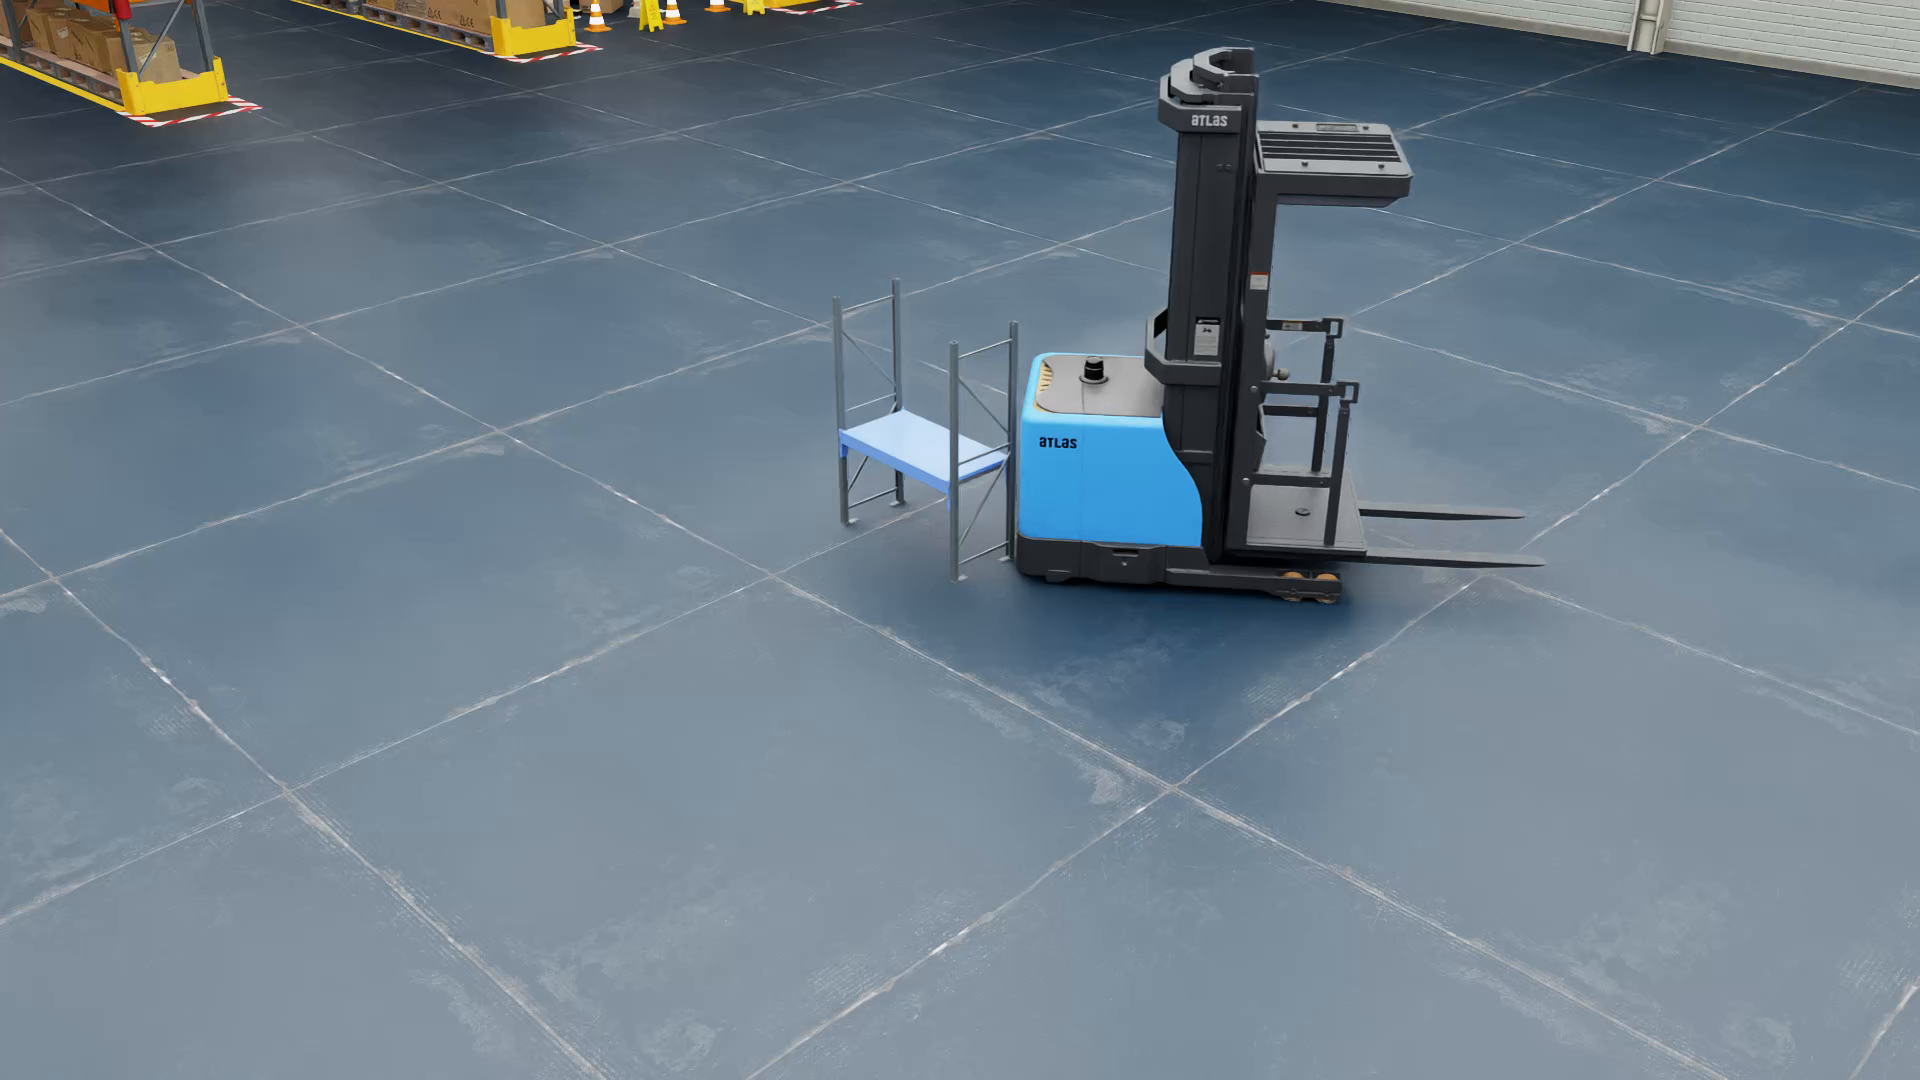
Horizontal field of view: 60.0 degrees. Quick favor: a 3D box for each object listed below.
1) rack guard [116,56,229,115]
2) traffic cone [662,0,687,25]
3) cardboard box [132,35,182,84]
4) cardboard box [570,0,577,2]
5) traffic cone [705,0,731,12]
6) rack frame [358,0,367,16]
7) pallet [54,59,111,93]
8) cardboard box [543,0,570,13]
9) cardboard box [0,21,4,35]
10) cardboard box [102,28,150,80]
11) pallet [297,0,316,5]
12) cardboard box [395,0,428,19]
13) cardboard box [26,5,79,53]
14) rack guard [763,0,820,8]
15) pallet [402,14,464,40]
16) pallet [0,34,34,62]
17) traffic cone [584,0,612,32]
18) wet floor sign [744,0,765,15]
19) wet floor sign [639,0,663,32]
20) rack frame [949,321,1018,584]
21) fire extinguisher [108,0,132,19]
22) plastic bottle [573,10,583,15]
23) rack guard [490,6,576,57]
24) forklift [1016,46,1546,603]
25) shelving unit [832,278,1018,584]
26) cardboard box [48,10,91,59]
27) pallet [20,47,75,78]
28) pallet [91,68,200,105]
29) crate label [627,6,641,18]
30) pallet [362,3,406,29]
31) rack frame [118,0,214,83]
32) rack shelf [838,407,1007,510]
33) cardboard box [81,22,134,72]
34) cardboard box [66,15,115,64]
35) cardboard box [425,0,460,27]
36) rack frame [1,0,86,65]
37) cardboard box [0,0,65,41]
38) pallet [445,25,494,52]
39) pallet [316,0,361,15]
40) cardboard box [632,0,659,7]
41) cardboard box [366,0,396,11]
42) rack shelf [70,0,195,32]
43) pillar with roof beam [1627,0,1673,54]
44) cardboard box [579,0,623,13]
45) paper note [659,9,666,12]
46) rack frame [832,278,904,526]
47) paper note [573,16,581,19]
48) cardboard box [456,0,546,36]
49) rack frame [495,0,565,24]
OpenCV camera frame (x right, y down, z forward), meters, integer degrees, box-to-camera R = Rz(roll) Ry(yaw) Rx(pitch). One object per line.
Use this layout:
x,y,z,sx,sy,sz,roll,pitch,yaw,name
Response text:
-9.583,-5.546,20.259,0.348,0.500,1.175,25,36,38,rack guard
-4.328,-8.026,25.017,0.334,0.463,0.336,25,36,38,traffic cone
-9.962,-5.916,20.513,0.500,0.500,0.500,-18,33,-30,cardboard box
-6.281,-8.906,26.502,0.503,0.637,0.797,25,36,38,cardboard box
-3.792,-8.505,25.928,0.334,0.463,0.336,25,36,38,traffic cone
-8.831,-9.545,25.180,0.127,3.000,1.000,25,36,38,rack frame
-11.003,-6.093,21.610,1.213,0.211,1.003,25,36,38,pallet
-6.315,-8.386,25.912,0.396,0.266,0.258,-18,33,-31,cardboard box
-13.131,-7.390,23.294,0.500,0.500,0.700,24,36,38,cardboard box
-10.412,-6.100,20.862,0.500,0.500,0.500,-15,31,-27,cardboard box
-10.309,-8.936,27.018,1.213,0.211,1.003,25,36,38,pallet
-7.787,-8.270,24.586,0.875,0.875,0.875,25,37,39,cardboard box
-12.124,-6.868,22.323,0.500,0.500,0.500,23,36,37,cardboard box
-2.635,-8.834,26.514,0.348,0.500,1.175,25,36,38,rack guard
-7.470,-7.639,24.551,1.213,0.211,1.003,25,36,38,pallet
-12.937,-6.952,23.244,1.213,0.211,1.003,25,36,38,pallet
-5.362,-7.762,24.514,0.334,0.463,0.336,25,36,38,traffic cone
-3.195,-8.457,25.640,0.267,0.644,0.232,-13,30,-22,wet floor sign
-4.570,-7.846,24.478,0.232,0.644,0.267,18,33,30,wet floor sign
0.134,-0.489,9.568,0.500,1.500,0.032,-23,36,-37,rack frame
-9.770,-6.403,19.287,0.183,0.674,0.296,25,36,38,fire extinguisher
-5.982,-8.156,25.695,0.283,0.061,0.133,12,30,22,plastic bottle
-5.962,-7.126,23.265,0.348,0.500,1.175,25,36,38,rack guard
1.885,-1.196,9.375,3.031,2.935,1.130,3,28,6,forklift
-0.211,-0.663,9.899,0.538,1.500,1.048,-23,36,-37,shelving unit
-11.710,-6.684,21.973,0.500,0.500,0.500,-13,31,-24,cardboard box
-11.877,-6.491,22.367,1.213,0.211,1.003,25,36,38,pallet
-10.137,-5.695,20.853,1.213,0.211,1.003,25,36,38,pallet
-4.932,-8.118,25.541,0.298,0.136,0.250,7,29,13,crate label
-8.344,-8.037,25.308,1.213,0.211,1.003,25,36,38,pallet
-9.529,-6.627,19.630,0.127,3.000,1.000,25,36,38,rack frame
-0.211,-0.503,9.982,0.538,0.185,1.000,-23,36,-37,rack shelf
-10.846,-6.310,21.262,0.500,0.500,0.500,-21,34,-35,cardboard box
-11.212,-6.507,21.637,0.500,0.500,0.500,21,34,34,cardboard box
-7.138,-7.971,24.019,0.875,0.875,0.875,24,36,38,cardboard box
-12.381,-7.932,22.113,0.127,3.000,1.000,25,36,38,rack frame
-12.804,-7.228,22.987,0.500,0.500,0.700,21,34,35,cardboard box
-6.604,-7.241,23.794,1.213,0.211,1.003,25,36,38,pallet
-9.434,-8.538,26.261,1.213,0.211,1.003,25,36,38,pallet
-4.931,-8.411,26.087,0.380,0.149,0.250,-7,29,-14,cardboard box
-8.432,-8.562,25.143,0.875,0.875,0.875,-25,36,-38,cardboard box
-10.955,-6.961,21.039,4.000,0.370,1.077,25,36,38,rack shelf
6.571,-9.402,18.461,0.400,9.000,9.100,25,36,38,pillar with roof beam
-5.608,-8.544,25.958,0.637,0.503,0.797,2,28,4,cardboard box
-4.650,-8.250,25.906,0.142,0.019,0.148,12,30,22,paper note
-0.556,-0.836,10.229,0.500,1.500,0.032,-23,36,-37,rack frame
-5.877,-7.987,25.408,0.144,0.017,0.142,-13,30,-22,paper note
-6.509,-7.685,23.474,0.875,0.875,0.875,25,37,39,cardboard box
-5.979,-8.240,22.698,0.127,3.000,1.000,25,36,38,rack frame
